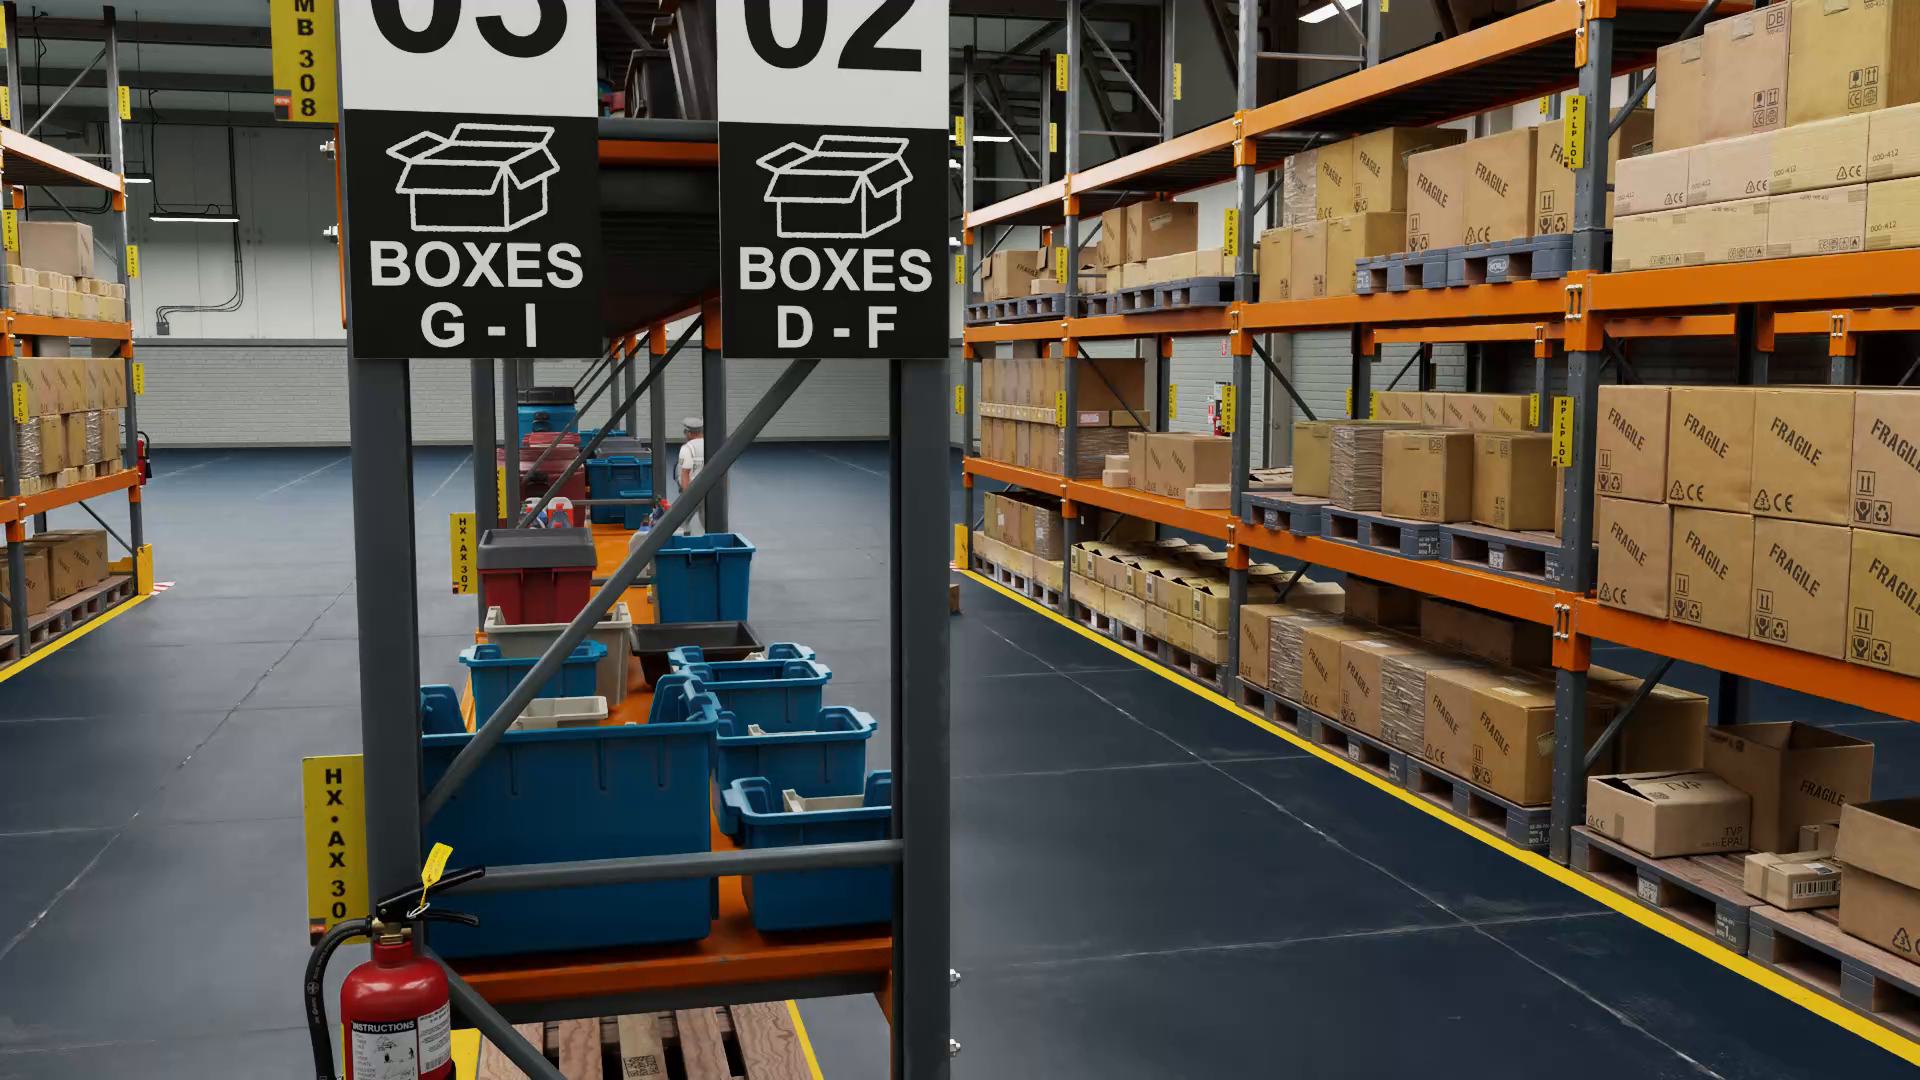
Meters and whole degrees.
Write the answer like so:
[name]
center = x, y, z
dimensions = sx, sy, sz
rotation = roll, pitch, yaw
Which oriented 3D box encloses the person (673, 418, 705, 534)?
[person]
center = -3.103, -0.522, 19.417
dimensions = 0.600, 1.809, 0.771
rotation = -6, 9, -44
